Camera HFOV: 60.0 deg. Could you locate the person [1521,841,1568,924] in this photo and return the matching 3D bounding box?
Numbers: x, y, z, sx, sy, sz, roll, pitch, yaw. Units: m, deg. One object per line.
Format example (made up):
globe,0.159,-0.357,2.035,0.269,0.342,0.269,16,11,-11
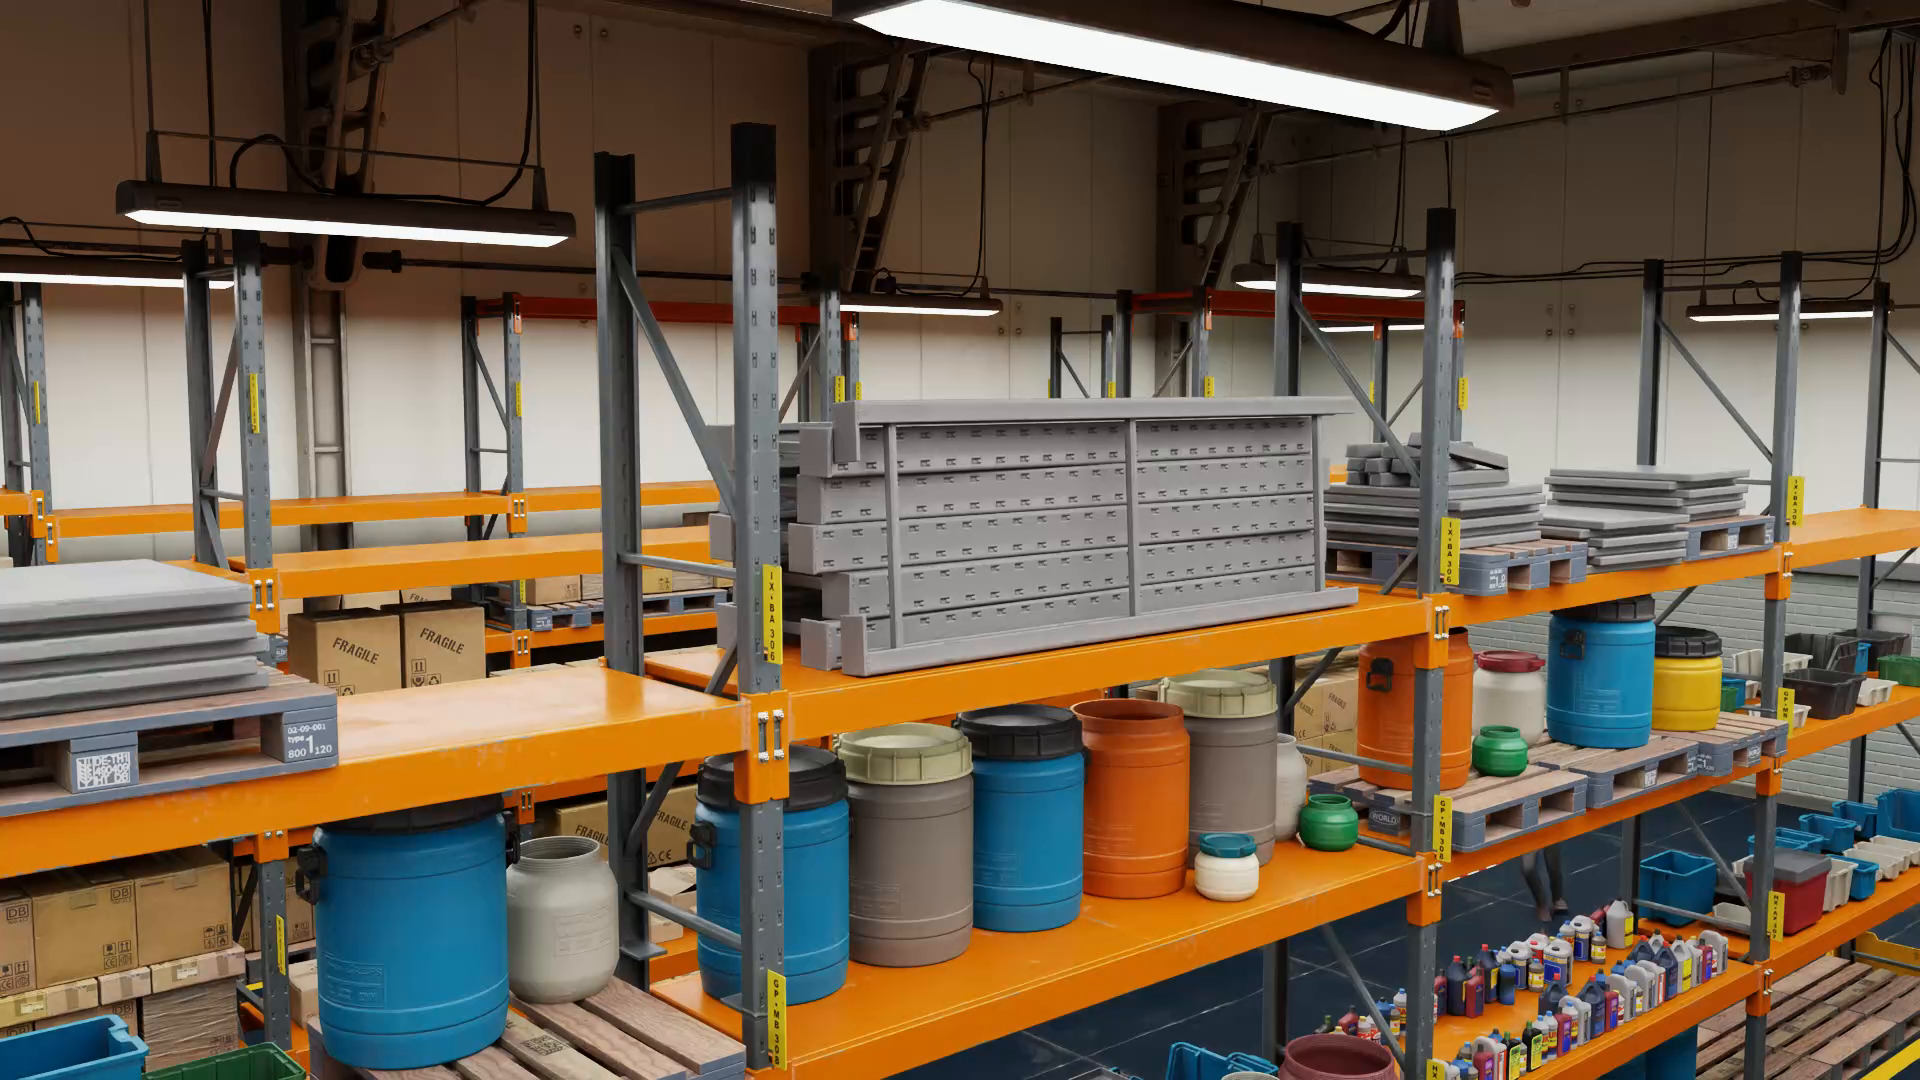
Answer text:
person,5.587,2.934,16.122,0.643,1.483,0.697,3,6,29
